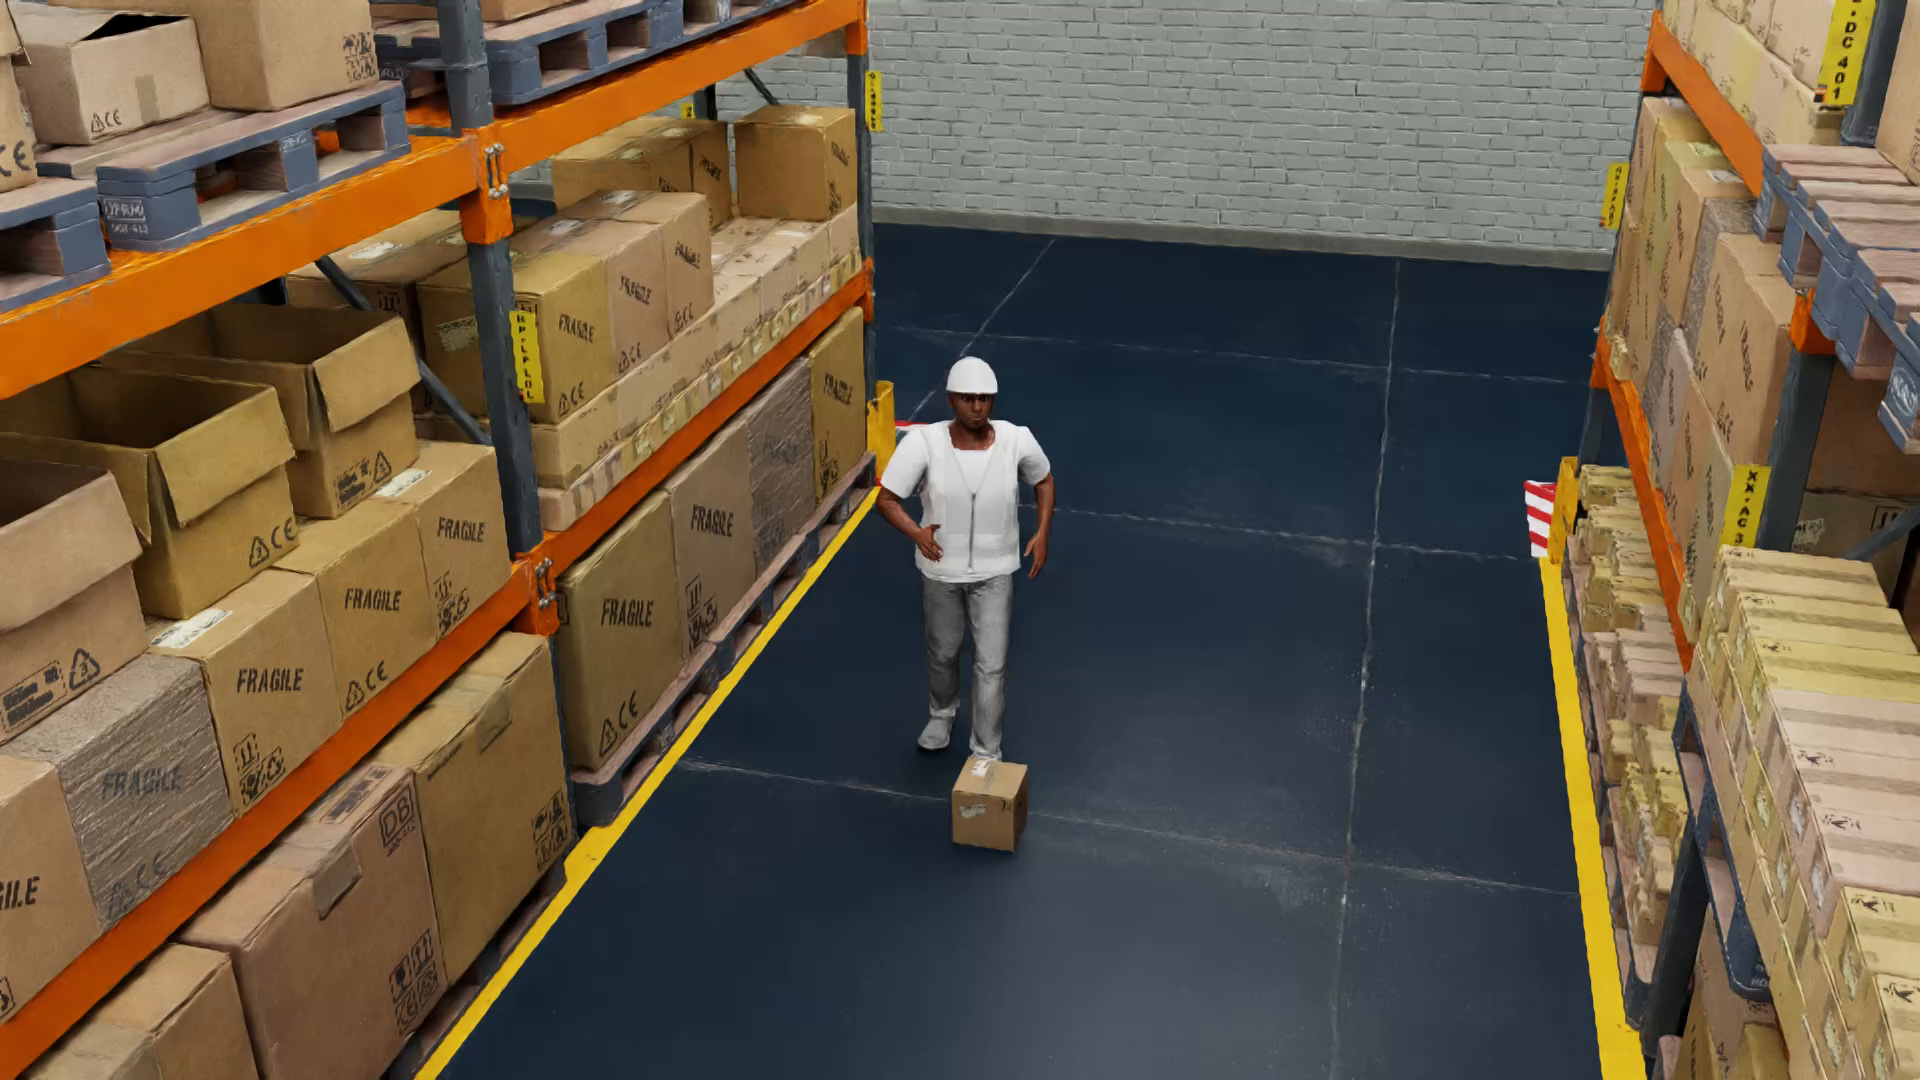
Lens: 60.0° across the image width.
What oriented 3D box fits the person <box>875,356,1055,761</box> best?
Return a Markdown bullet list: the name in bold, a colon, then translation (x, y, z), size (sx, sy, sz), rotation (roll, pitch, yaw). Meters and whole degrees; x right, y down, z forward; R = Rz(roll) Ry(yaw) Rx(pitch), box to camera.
- **person**: translation (0.042, 0.163, 6.729), size (0.750, 1.762, 0.739), rotation (-2, 25, -4)
